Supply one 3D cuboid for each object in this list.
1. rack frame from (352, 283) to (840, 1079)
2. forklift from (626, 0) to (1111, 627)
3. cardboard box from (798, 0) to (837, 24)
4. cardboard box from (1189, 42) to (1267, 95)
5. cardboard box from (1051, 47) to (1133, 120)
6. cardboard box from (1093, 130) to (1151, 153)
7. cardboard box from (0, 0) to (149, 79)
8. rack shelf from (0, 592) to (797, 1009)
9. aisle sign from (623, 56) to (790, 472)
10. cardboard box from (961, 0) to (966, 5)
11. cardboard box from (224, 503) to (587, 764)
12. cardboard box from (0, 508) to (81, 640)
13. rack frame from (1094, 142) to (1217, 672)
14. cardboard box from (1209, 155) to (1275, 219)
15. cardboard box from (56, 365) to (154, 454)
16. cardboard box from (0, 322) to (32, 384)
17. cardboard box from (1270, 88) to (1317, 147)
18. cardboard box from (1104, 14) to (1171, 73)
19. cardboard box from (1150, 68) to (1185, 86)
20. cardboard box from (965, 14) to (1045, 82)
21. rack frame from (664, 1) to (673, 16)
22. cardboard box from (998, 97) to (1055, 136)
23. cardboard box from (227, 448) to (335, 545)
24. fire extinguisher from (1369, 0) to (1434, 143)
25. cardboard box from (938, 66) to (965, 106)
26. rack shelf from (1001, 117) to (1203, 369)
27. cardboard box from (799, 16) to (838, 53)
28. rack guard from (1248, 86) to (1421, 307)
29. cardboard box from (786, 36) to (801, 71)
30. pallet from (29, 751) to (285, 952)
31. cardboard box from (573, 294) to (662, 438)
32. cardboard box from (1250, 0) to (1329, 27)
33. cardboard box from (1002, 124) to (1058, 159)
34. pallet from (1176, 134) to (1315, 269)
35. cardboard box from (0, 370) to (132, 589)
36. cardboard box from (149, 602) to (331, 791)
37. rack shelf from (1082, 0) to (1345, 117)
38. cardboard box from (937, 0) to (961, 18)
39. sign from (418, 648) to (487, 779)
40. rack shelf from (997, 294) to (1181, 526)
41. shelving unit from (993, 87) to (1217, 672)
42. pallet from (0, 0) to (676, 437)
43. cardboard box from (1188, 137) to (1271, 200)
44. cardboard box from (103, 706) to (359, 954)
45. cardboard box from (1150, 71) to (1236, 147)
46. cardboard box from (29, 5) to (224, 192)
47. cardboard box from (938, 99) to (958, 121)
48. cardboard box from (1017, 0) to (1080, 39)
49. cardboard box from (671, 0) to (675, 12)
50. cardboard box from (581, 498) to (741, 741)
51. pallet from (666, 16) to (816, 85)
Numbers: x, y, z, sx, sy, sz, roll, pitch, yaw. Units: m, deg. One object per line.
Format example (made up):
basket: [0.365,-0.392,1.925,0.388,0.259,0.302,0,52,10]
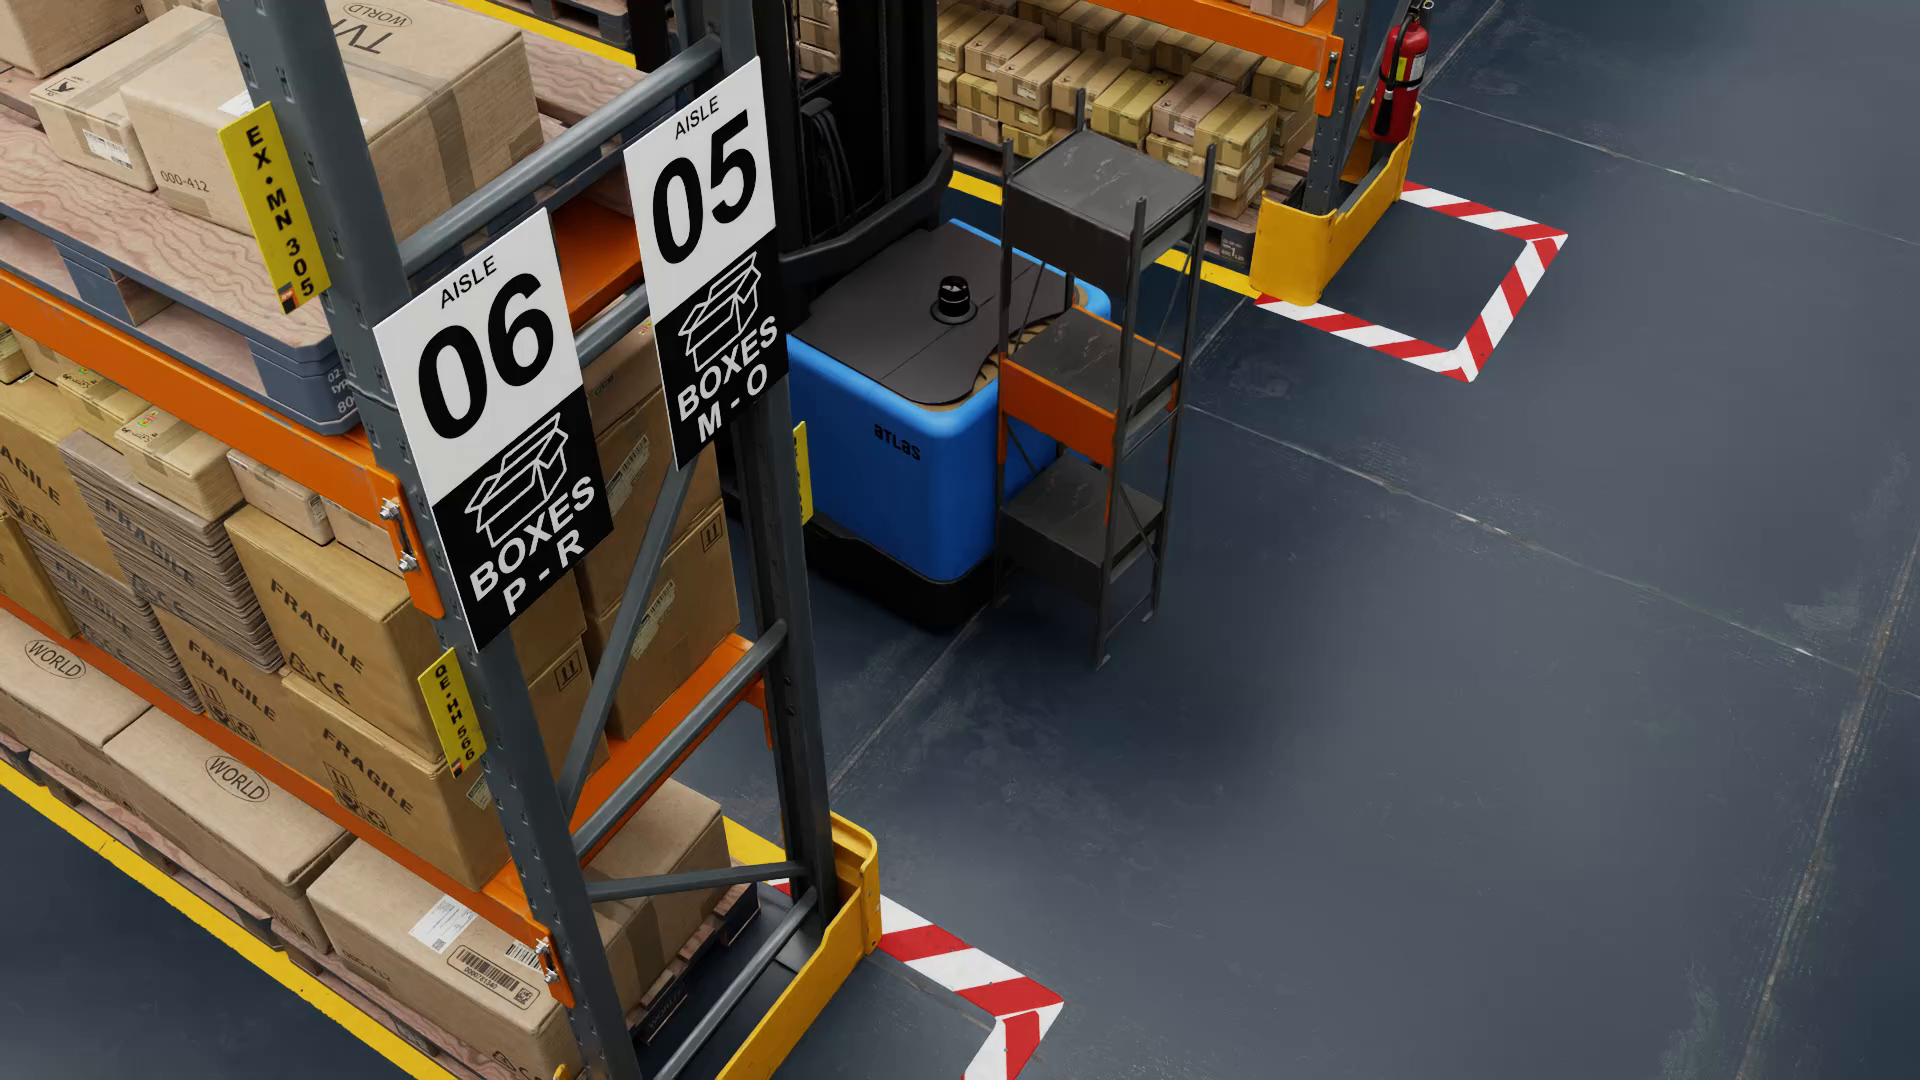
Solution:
rack frame: [-0.711,0.514,4.159,0.127,3.000,1.000,25,51,22]
forklift: [-0.882,-1.591,6.252,3.031,2.935,1.130,31,53,26]
cardboard box: [-0.642,-2.866,8.724,0.250,0.149,0.380,23,50,21]
cardboard box: [1.321,-2.316,8.189,0.250,0.149,0.380,26,51,23]
cardboard box: [0.643,-2.220,8.096,0.250,0.149,0.380,23,50,21]
cardboard box: [0.839,-2.002,8.092,0.250,0.149,0.380,23,50,21]
cardboard box: [-1.944,-1.291,3.521,0.500,0.311,0.500,26,51,23]
rack shelf: [-2.395,-0.010,5.170,4.000,0.370,1.077,25,51,22]
aisle sign: [-0.494,-0.539,3.370,0.004,0.787,0.394,25,51,22]
cardboard box: [0.087,-2.981,8.836,0.250,0.149,0.380,23,50,21]
cardboard box: [-1.246,0.088,3.806,0.500,0.500,0.500,26,51,23]
cardboard box: [-2.554,-0.137,4.722,0.500,0.500,0.500,26,51,23]
rack frame: [0.637,-0.348,5.625,0.015,2.100,0.400,31,53,26]
cardboard box: [1.320,-1.744,8.048,0.250,0.149,0.380,26,51,23]
cardboard box: [-1.801,-0.369,3.798,0.250,0.149,0.380,26,51,23]
cardboard box: [-2.225,-0.575,3.998,0.250,0.149,0.380,26,51,23]
cardboard box: [1.574,-2.128,8.214,0.250,0.149,0.380,27,52,24]
cardboard box: [0.925,-2.537,8.404,0.250,0.149,0.380,22,50,20]
cardboard box: [1.120,-2.309,8.390,0.250,0.149,0.380,25,51,23]
cardboard box: [0.225,-2.459,8.328,0.250,0.149,0.380,23,50,21]
rack frame: [-1.491,-4.062,8.606,0.127,3.000,1.000,25,51,22]
cardboard box: [0.396,-2.195,8.279,0.250,0.149,0.380,25,51,23]
cardboard box: [-1.348,-0.197,3.631,0.250,0.149,0.380,26,51,23]
fire extinguisher: [1.839,-1.980,6.897,0.183,0.674,0.296,25,51,22]
cardboard box: [-0.056,-2.395,8.474,0.250,0.149,0.380,25,51,22]
rack shelf: [0.449,-0.938,5.241,0.480,0.518,0.431,31,53,26]
cardboard box: [-0.647,-2.763,8.831,0.250,0.149,0.380,22,50,20]
rack guard: [1.812,-1.672,8.026,0.348,0.500,1.175,25,51,22]
cardboard box: [-0.897,-2.712,8.989,0.250,0.149,0.380,24,51,22]
pallet: [-2.449,0.750,5.874,1.213,0.211,1.003,25,51,22]
cardboard box: [-0.861,-0.400,3.828,0.250,0.149,0.380,26,51,23]
cardboard box: [1.449,-2.382,7.148,0.250,0.149,0.380,25,51,22]
cardboard box: [0.410,-2.086,8.380,0.250,0.149,0.380,23,50,20]
pallet: [1.147,-1.907,8.456,1.213,0.211,1.003,25,51,22]
cardboard box: [-2.116,-0.290,4.174,0.500,0.500,0.500,24,51,22]
cardboard box: [-1.674,0.249,4.347,0.500,0.500,0.500,24,50,21]
rack shelf: [0.193,-3.037,8.111,4.000,0.370,1.077,25,51,22]
cardboard box: [-0.198,-2.663,8.526,0.250,0.149,0.380,23,50,21]
sign: [-1.016,0.350,3.346,0.005,0.325,0.100,25,51,22]
rack shelf: [0.449,-0.450,5.743,0.480,0.518,0.431,31,53,26]
shelving unit: [0.449,-0.460,5.733,0.503,2.100,0.431,31,53,26]
pallet: [-1.341,-0.782,3.388,1.213,0.211,1.003,25,51,22]
cardboard box: [1.278,-1.802,7.897,0.250,0.149,0.380,23,50,21]
cardboard box: [-2.096,0.716,5.456,0.875,0.438,0.875,26,51,23]
cardboard box: [1.113,-2.058,7.938,0.250,0.149,0.380,26,51,23]
cardboard box: [-1.535,-0.859,3.214,0.250,0.149,0.380,21,49,19]
cardboard box: [0.019,-2.347,8.634,0.250,0.149,0.380,26,51,23]
cardboard box: [0.500,-2.779,8.639,0.250,0.149,0.380,25,51,23]
cardboard box: [-1.359,-2.985,9.047,0.250,0.149,0.380,27,52,24]
cardboard box: [-0.960,0.120,4.472,0.500,0.500,0.500,24,51,22]
pallet: [-0.907,-2.852,9.374,1.213,0.211,1.003,25,51,22]
